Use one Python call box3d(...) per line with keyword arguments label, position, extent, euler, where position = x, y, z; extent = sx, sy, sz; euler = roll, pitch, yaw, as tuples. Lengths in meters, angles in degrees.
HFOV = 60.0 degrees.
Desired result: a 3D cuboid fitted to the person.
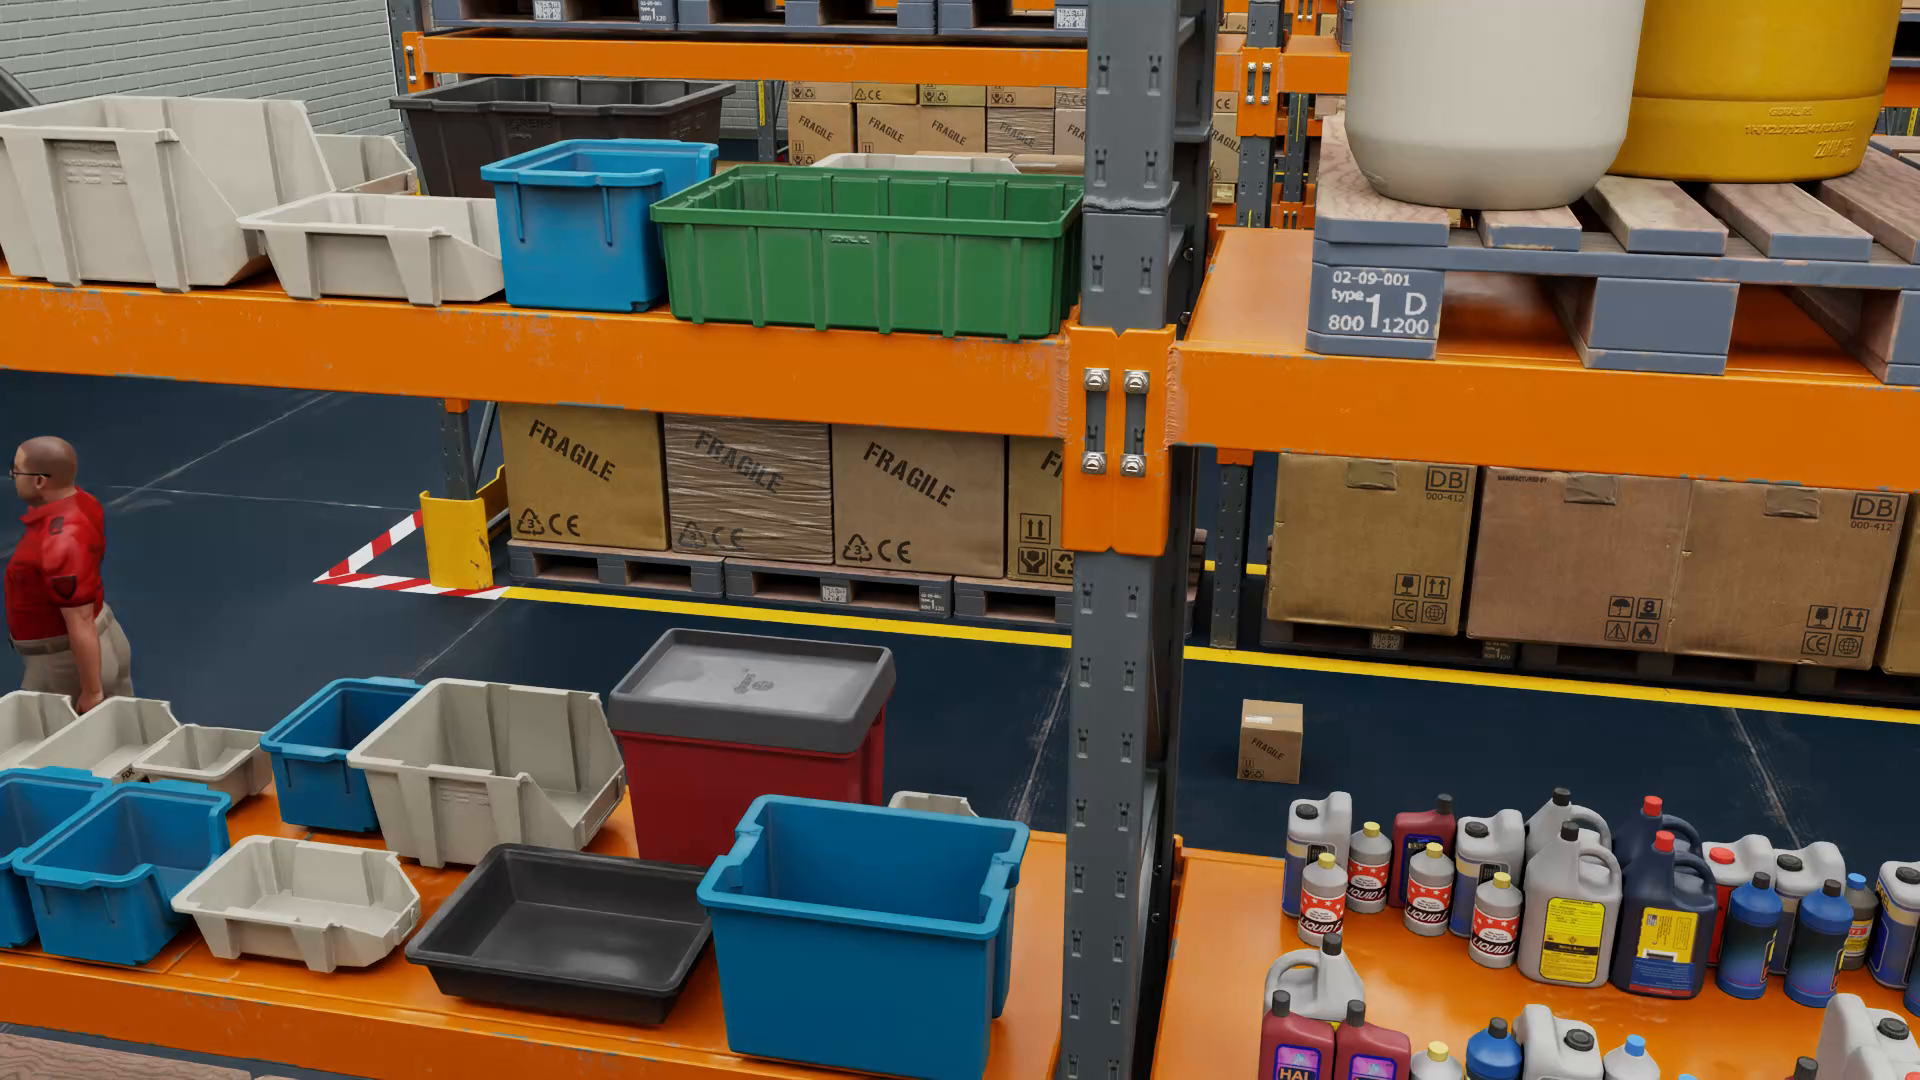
box3d(label="person", position=(-3.163, 0.423, 6.011), extent=(0.913, 1.686, 0.547), euler=(-5, 22, -13))
